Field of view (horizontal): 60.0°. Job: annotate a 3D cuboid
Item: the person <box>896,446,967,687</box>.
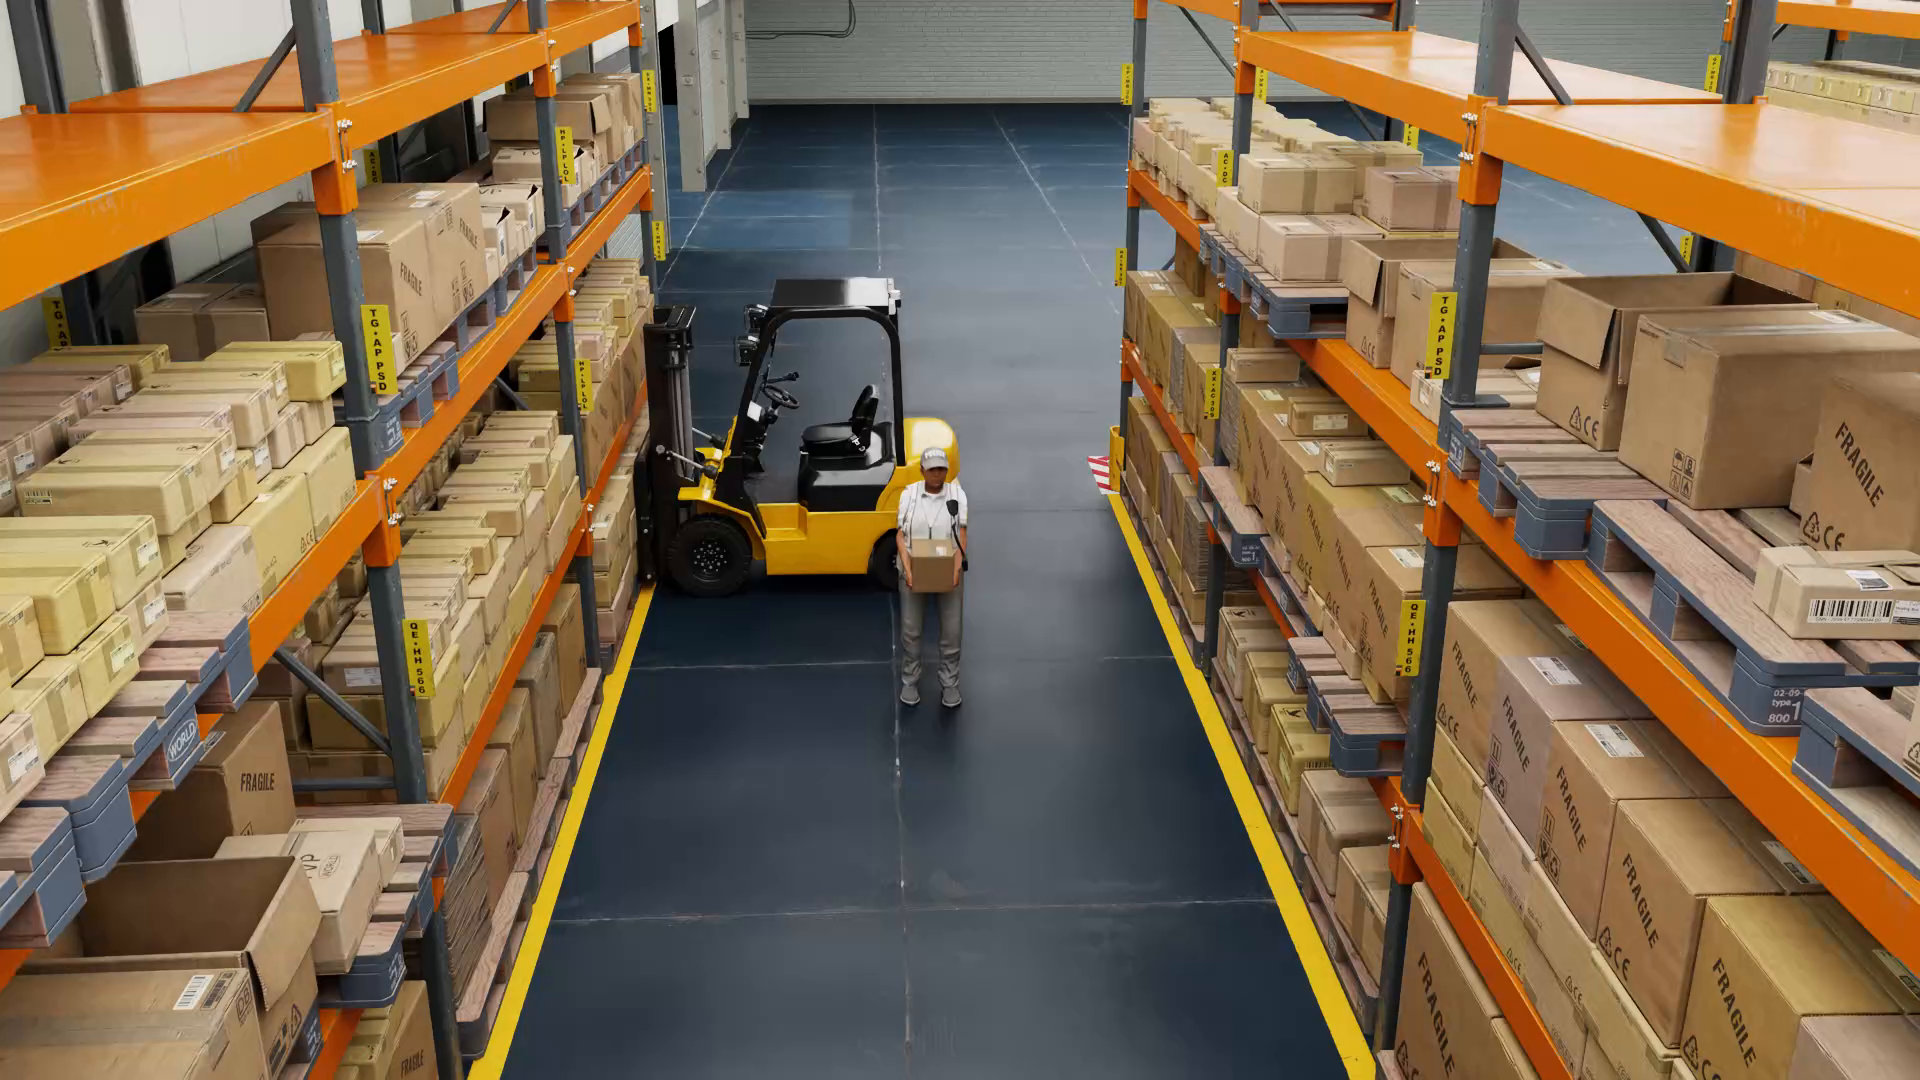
[{"bbox_3d":[-0.175,0.212,10.427,0.444,1.586,0.534,-1,21,-2],"label":"person"}]
